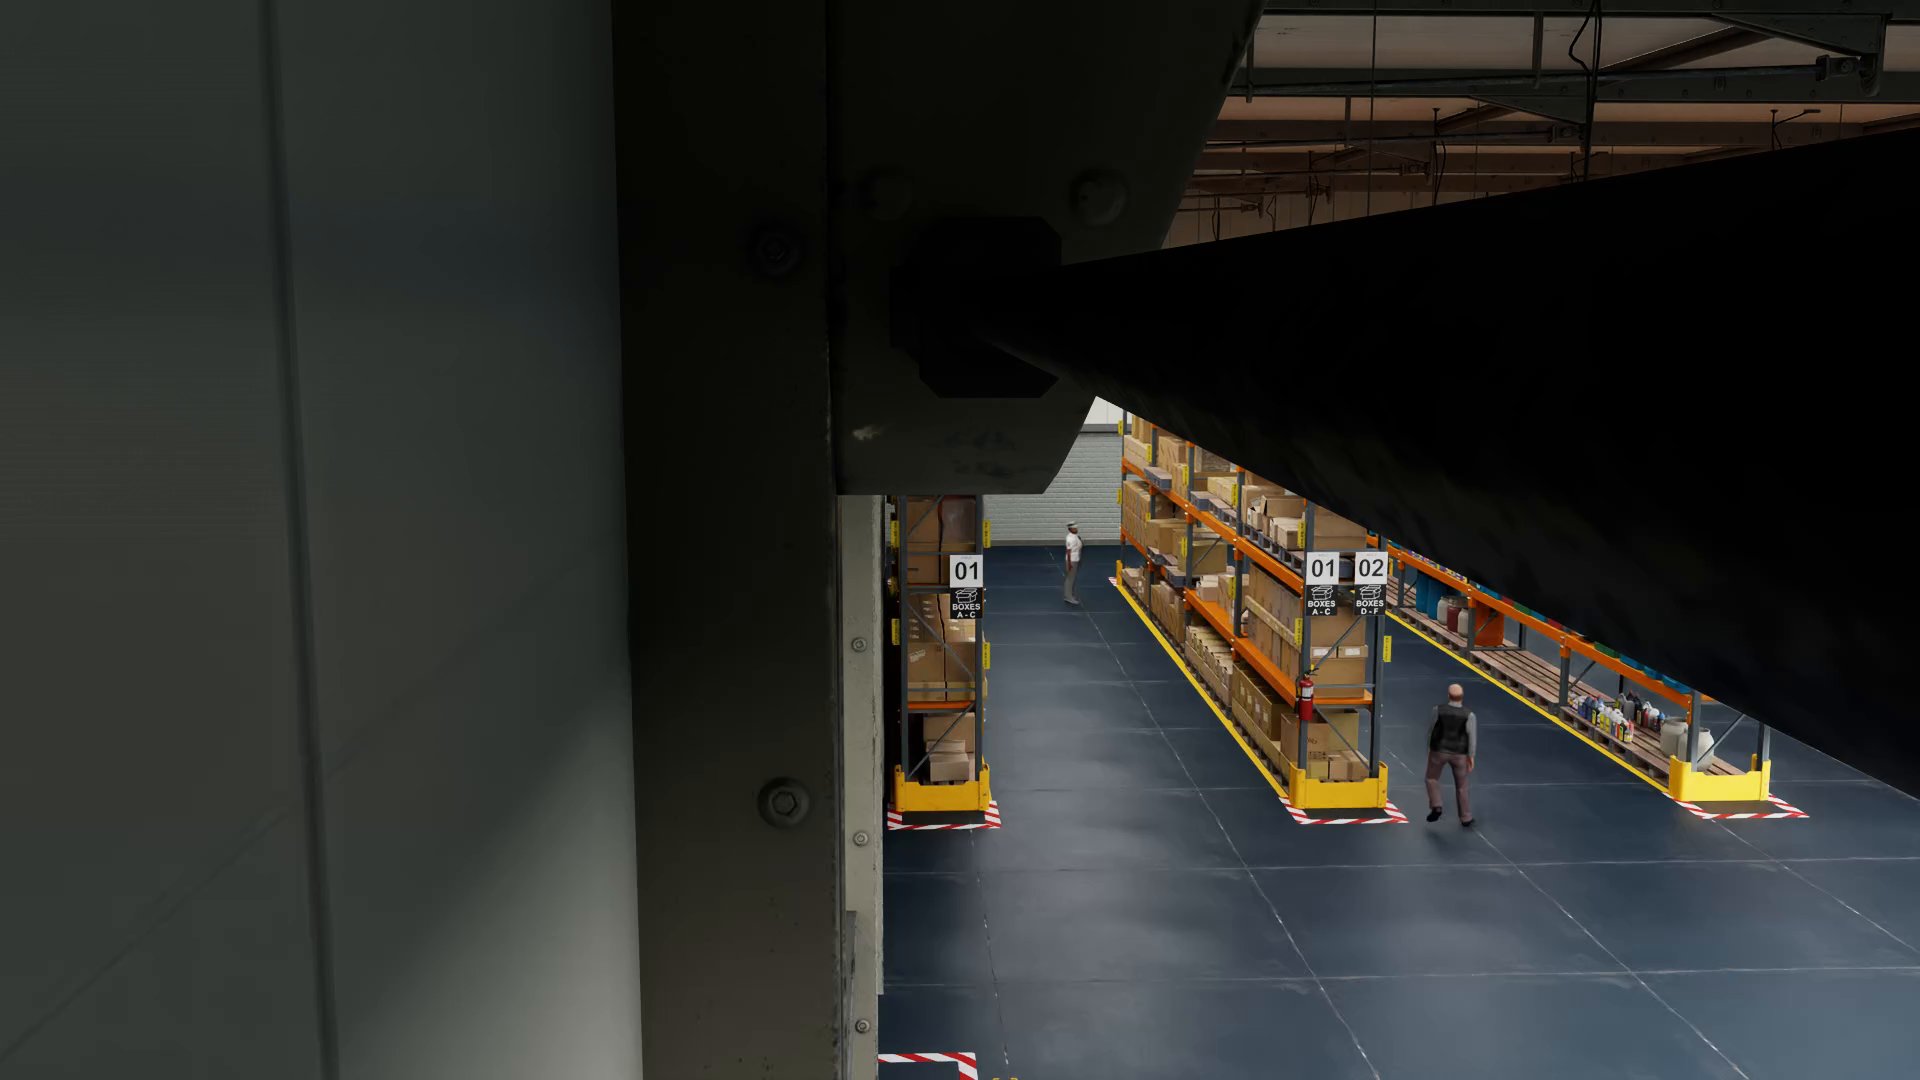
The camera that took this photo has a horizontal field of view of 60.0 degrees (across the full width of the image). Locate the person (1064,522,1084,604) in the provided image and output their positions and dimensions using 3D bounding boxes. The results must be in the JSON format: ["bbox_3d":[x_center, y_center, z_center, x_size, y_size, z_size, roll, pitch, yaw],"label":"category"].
[{"bbox_3d":[2.336,0.453,34.321,0.392,1.710,0.501,3,9,18],"label":"person"}]

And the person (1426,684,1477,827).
[{"bbox_3d":[5.866,2.566,19.823,0.575,1.719,0.569,3,9,19],"label":"person"}]
